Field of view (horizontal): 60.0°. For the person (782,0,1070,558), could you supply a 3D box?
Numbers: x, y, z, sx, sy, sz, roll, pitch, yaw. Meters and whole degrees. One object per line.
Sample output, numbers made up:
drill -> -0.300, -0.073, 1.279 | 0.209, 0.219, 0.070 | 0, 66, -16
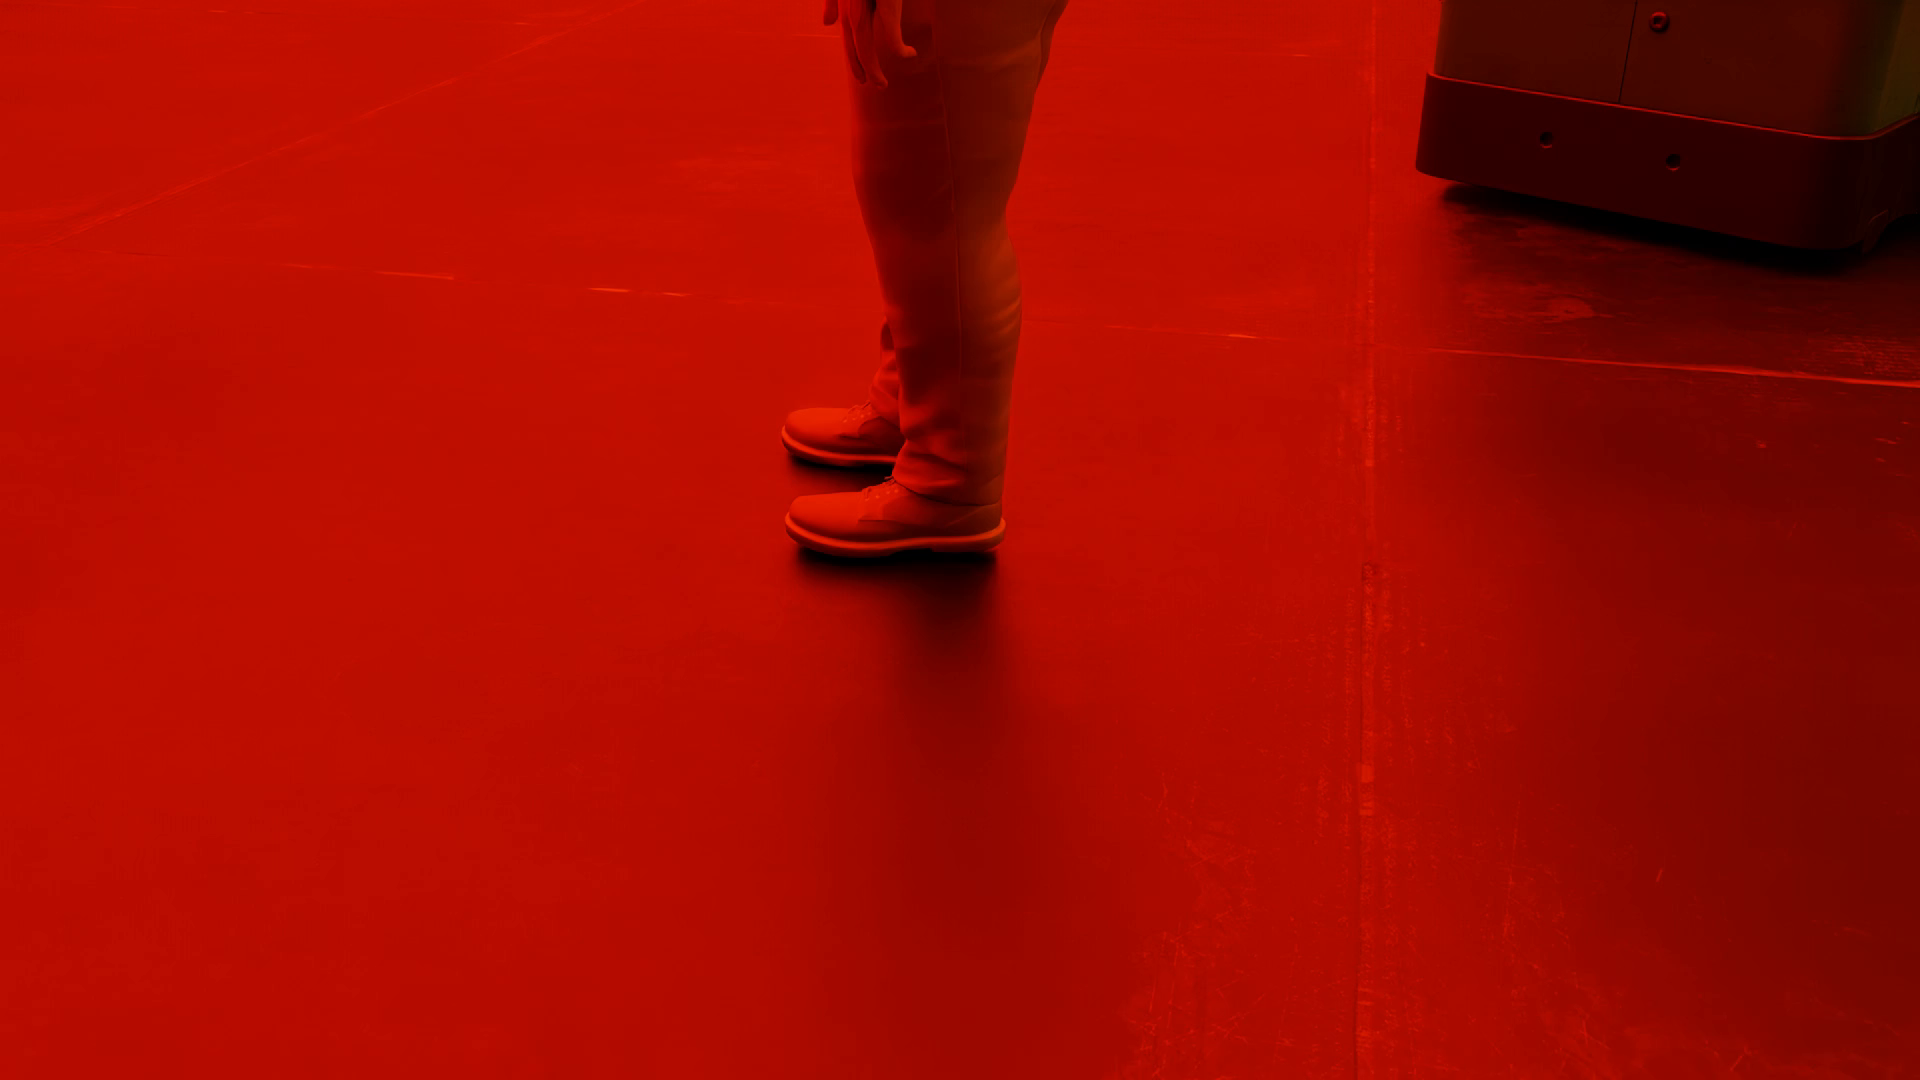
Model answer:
person -> -0.085, -0.792, 2.136 | 0.551, 1.727, 0.640 | 6, 27, 11

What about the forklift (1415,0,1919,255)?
forklift -> 2.536, -2.501, 4.204 | 1.130, 2.935, 3.031 | 24, 35, 38
